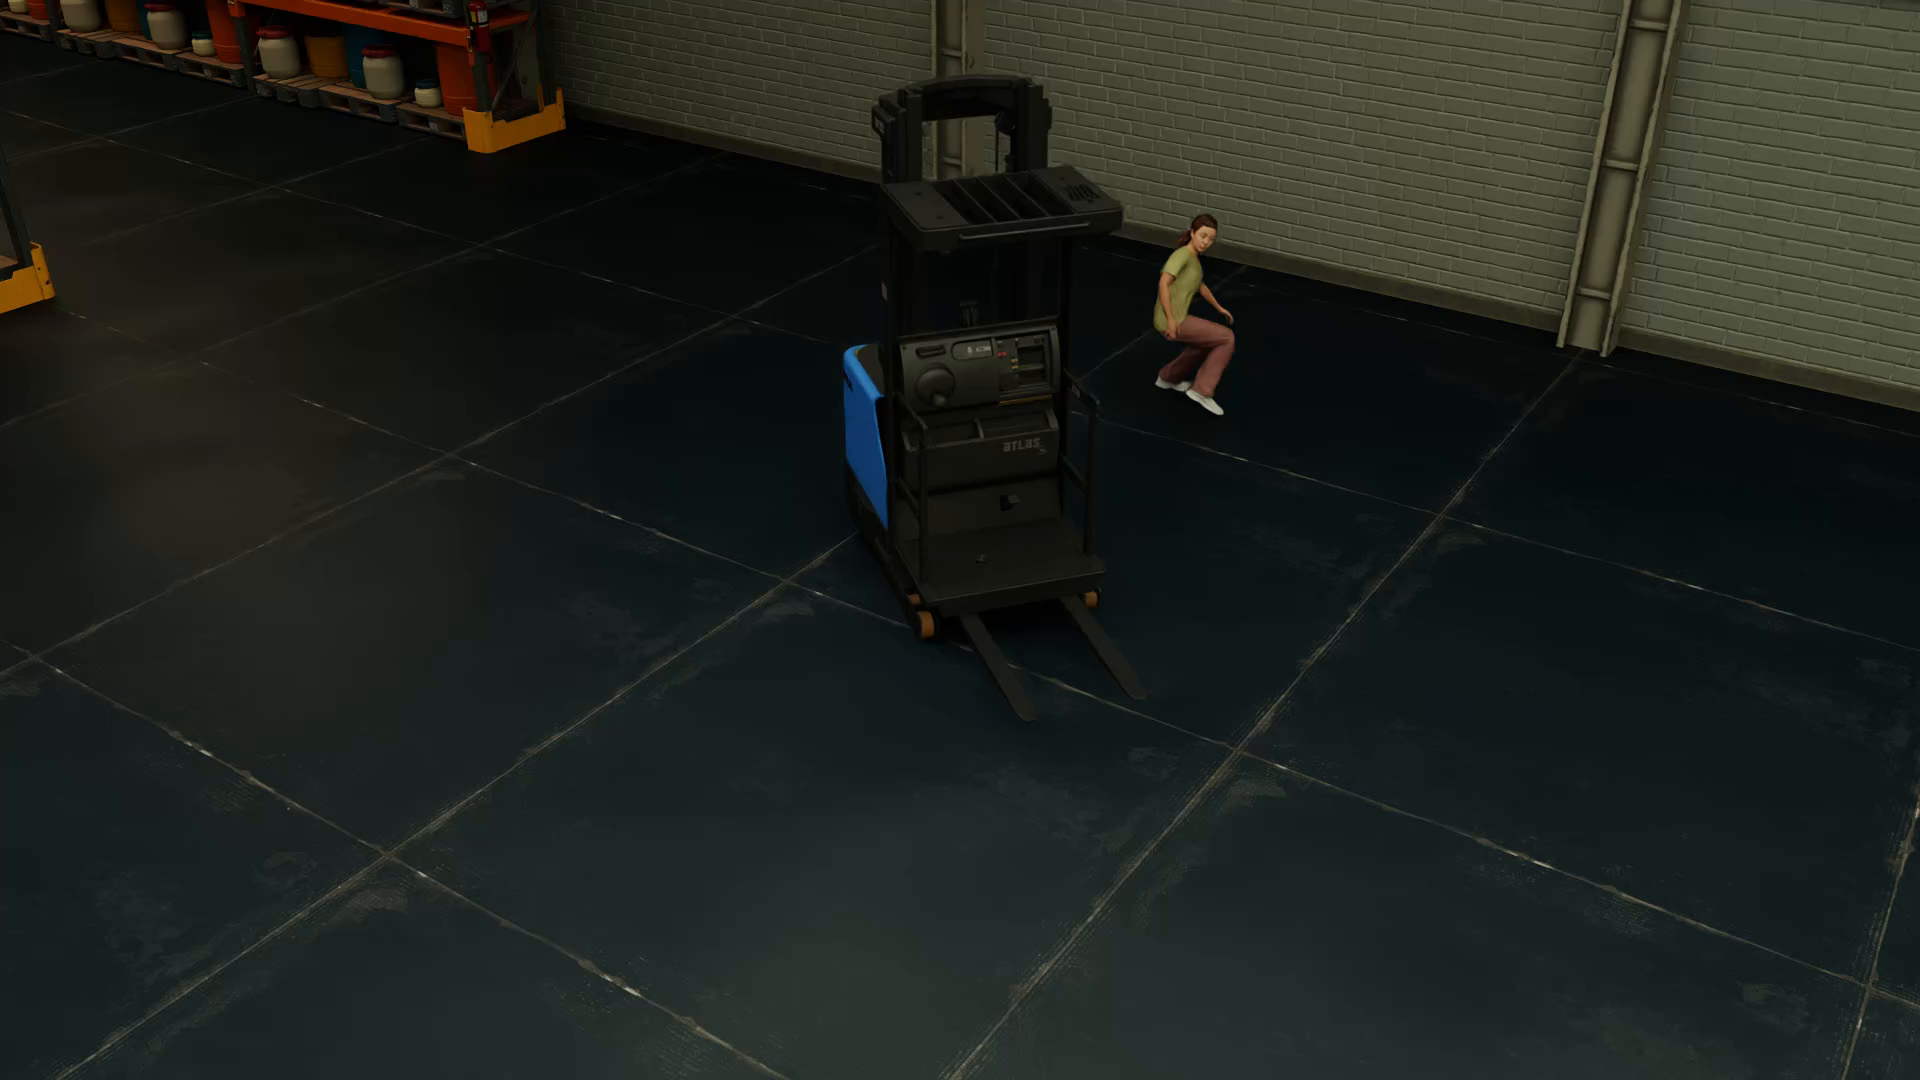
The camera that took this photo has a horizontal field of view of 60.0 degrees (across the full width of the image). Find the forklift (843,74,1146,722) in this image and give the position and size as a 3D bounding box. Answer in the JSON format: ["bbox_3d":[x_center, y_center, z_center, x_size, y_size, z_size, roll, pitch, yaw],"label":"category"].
[{"bbox_3d":[0.186,-0.926,9.176,1.130,2.935,3.031,-9,31,-15],"label":"forklift"}]

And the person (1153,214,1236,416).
[{"bbox_3d":[1.665,-1.584,11.755,0.596,1.413,0.718,2,30,4],"label":"person"}]
